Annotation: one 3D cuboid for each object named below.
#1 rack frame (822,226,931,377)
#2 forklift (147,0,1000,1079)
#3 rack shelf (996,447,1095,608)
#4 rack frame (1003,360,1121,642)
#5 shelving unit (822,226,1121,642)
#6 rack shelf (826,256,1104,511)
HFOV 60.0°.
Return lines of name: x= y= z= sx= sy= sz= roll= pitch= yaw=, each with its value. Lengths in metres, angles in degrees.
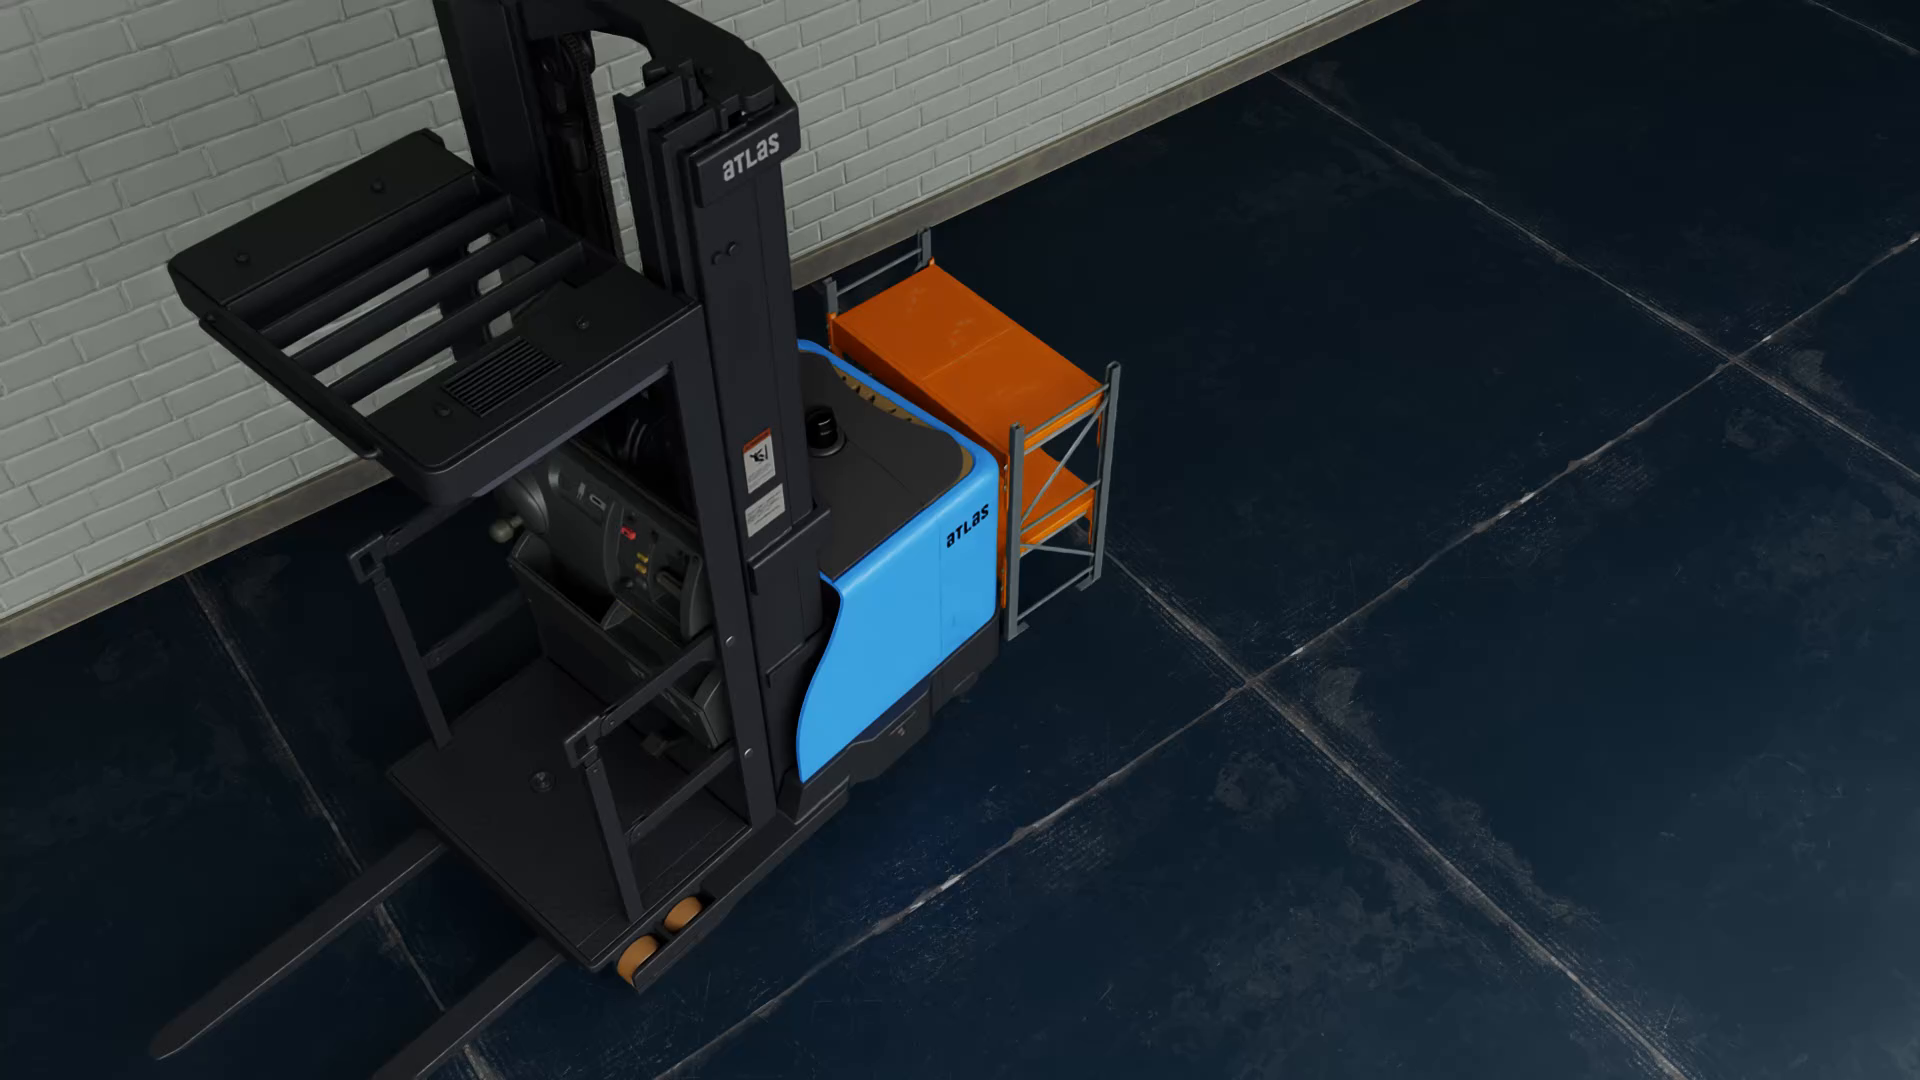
rack frame: x=-0.308 y=-0.684 z=6.609 sx=0.500 sy=1.125 sz=0.032 roll=-33 pitch=56 yaw=-26
forklift: x=-1.211 y=0.039 z=4.735 sx=1.130 sy=2.935 sz=3.031 roll=34 pitch=56 yaw=27
rack shelf: x=0.028 y=-0.237 z=6.534 sx=0.538 sy=0.278 sz=1.000 roll=-33 pitch=56 yaw=-26
rack frame: x=0.363 y=-0.118 z=6.097 sx=0.500 sy=1.125 sz=0.032 roll=-33 pitch=56 yaw=-26
shelving unit: x=0.028 y=-0.401 z=6.353 sx=0.538 sy=1.125 sz=1.048 roll=-33 pitch=56 yaw=-26
rack shelf: x=0.028 y=-0.598 z=6.136 sx=0.538 sy=0.278 sz=1.000 roll=-33 pitch=56 yaw=-26
